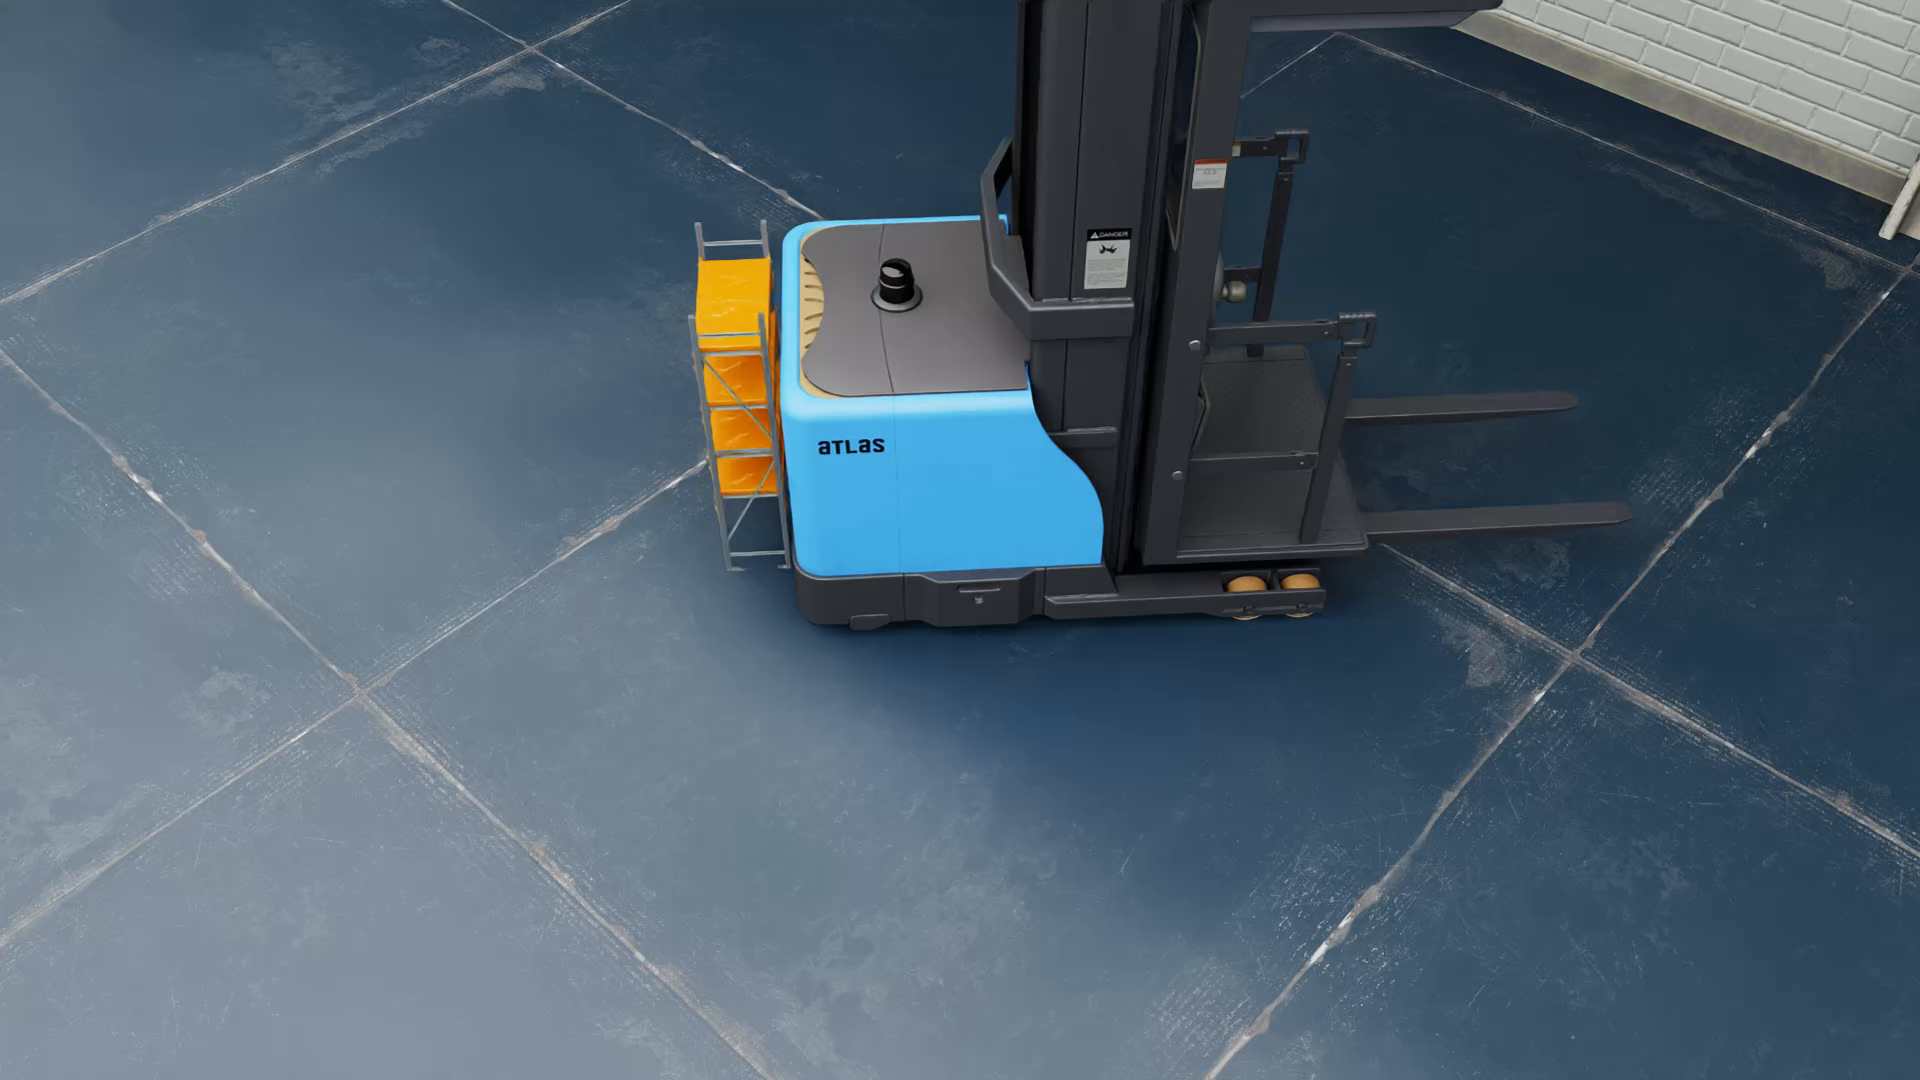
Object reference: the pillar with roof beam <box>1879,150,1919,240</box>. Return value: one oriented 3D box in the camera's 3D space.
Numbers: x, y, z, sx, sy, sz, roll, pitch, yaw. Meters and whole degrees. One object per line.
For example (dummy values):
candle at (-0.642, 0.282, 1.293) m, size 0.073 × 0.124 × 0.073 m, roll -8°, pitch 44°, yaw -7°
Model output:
pillar with roof beam at (1.498, -2.143, 2.090) m, size 0.400 × 9.000 × 9.100 m, roll 34°, pitch 55°, yaw 28°

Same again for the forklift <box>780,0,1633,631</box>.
forklift at (0.906, -1.102, 5.274) m, size 3.031 × 2.935 × 1.130 m, roll -3°, pitch 47°, yaw -3°

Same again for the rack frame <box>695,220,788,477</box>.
rack frame at (-0.774, -0.659, 6.046) m, size 0.240 × 1.200 × 0.015 m, roll -3°, pitch 47°, yaw -3°

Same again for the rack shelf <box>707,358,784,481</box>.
rack shelf at (-0.758, -0.436, 5.928) m, size 0.258 × 0.148 × 0.480 m, roll -3°, pitch 47°, yaw -3°

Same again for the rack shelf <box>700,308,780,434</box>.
rack shelf at (-0.758, -0.589, 5.765) m, size 0.258 × 0.148 × 0.480 m, roll -3°, pitch 47°, yaw -3°

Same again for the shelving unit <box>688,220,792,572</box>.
shelving unit at (-0.758, -0.482, 5.879) m, size 0.258 × 1.200 × 0.503 m, roll -3°, pitch 47°, yaw -3°

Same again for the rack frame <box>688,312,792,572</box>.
rack frame at (-0.742, -0.304, 5.713) m, size 0.240 × 1.200 × 0.015 m, roll -3°, pitch 47°, yaw -3°

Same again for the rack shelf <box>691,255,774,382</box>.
rack shelf at (-0.758, -0.751, 5.593) m, size 0.258 × 0.148 × 0.480 m, roll -3°, pitch 47°, yaw -3°

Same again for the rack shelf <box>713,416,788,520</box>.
rack shelf at (-0.758, -0.300, 6.073) m, size 0.258 × 0.148 × 0.480 m, roll -3°, pitch 47°, yaw -3°
